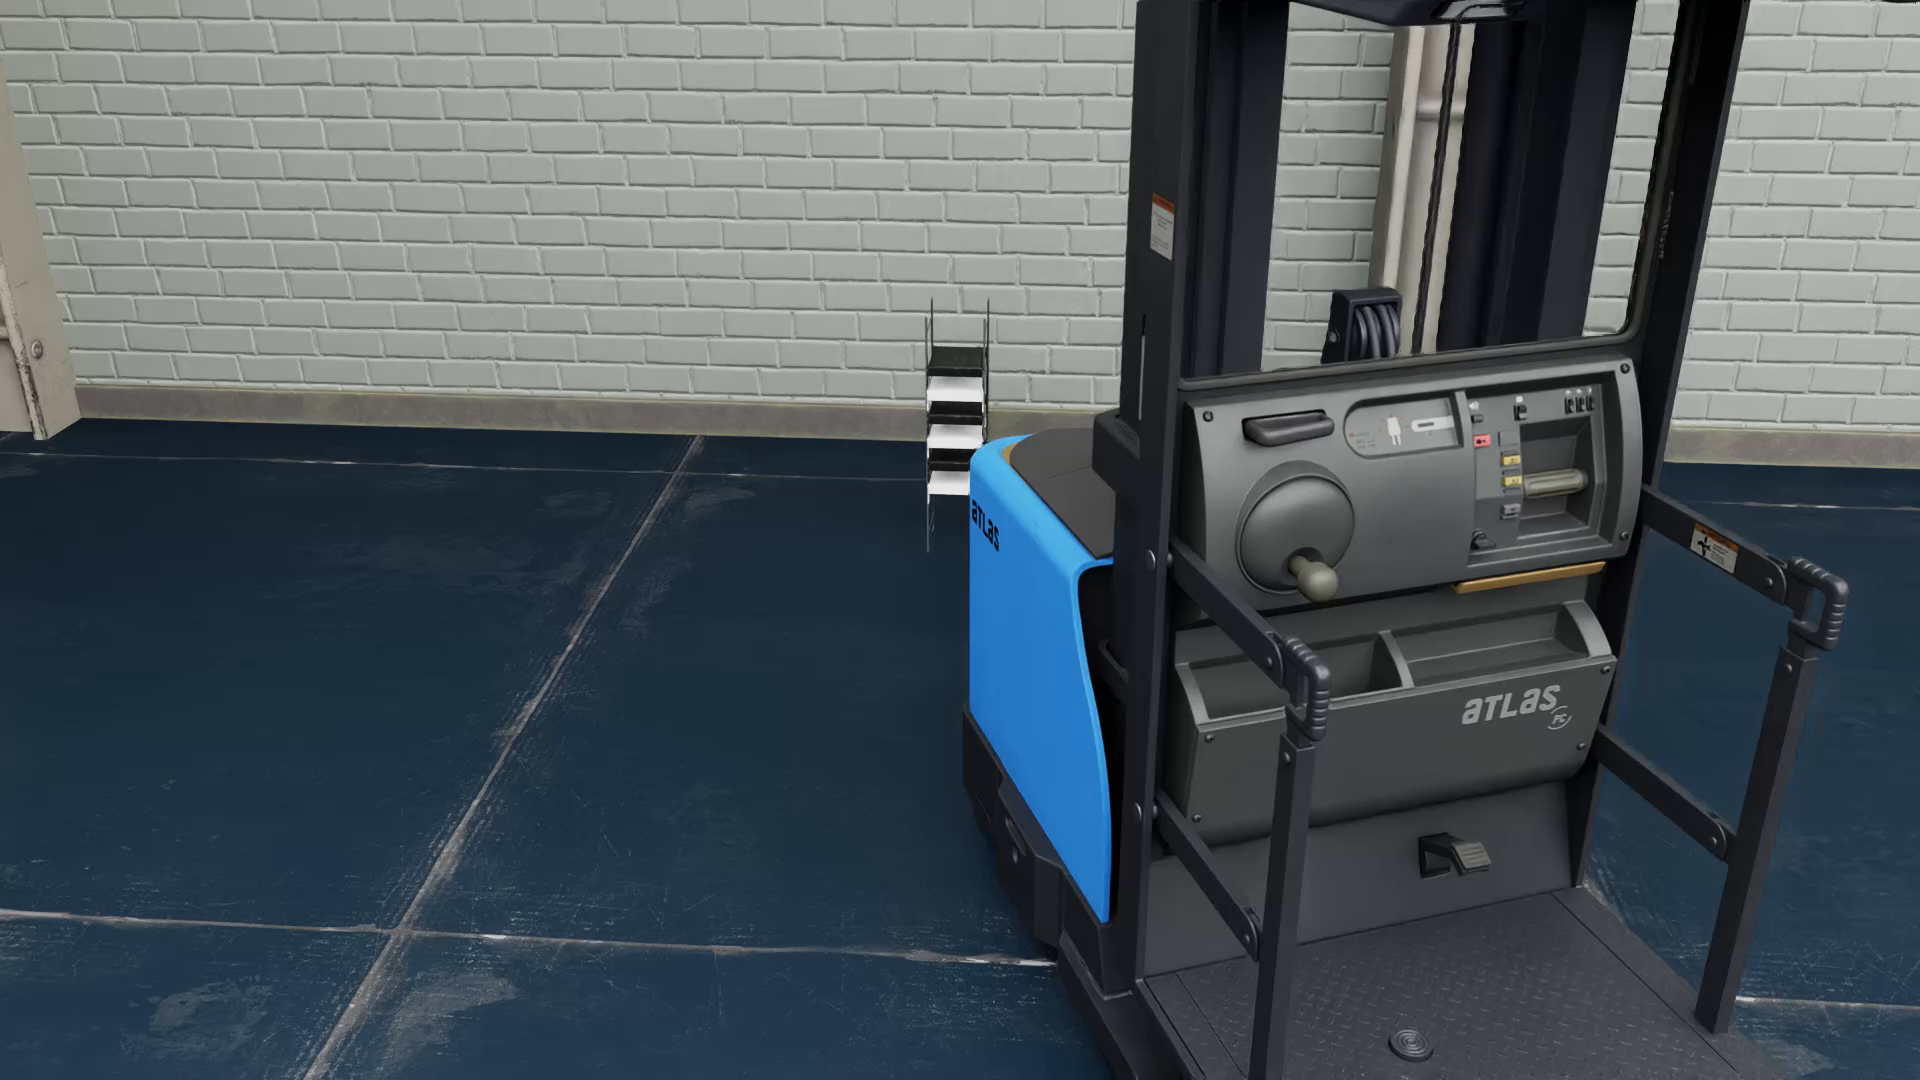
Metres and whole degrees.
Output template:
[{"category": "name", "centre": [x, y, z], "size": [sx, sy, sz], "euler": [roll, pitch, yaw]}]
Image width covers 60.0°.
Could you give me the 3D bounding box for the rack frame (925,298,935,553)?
[{"category": "rack frame", "centre": [-0.109, -0.412, 6.070], "size": [0.006, 0.900, 0.240], "euler": [2, 25, 4]}]

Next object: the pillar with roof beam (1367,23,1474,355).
[{"category": "pillar with roof beam", "centre": [1.515, -2.605, 1.146], "size": [0.400, 9.000, 9.100], "euler": [2, 25, 4]}]

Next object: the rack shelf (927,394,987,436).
[{"category": "rack shelf", "centre": [-0.008, -0.461, 6.039], "size": [0.200, 0.077, 0.258], "euler": [2, 25, 4]}]

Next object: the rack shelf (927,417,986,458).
[{"category": "rack shelf", "centre": [-0.008, -0.379, 6.076], "size": [0.200, 0.077, 0.258], "euler": [2, 25, 4]}]

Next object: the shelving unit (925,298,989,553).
[{"category": "shelving unit", "centre": [-0.008, -0.409, 6.062], "size": [0.210, 0.900, 0.258], "euler": [2, 25, 4]}]

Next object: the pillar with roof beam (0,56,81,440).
[{"category": "pillar with roof beam", "centre": [-4.467, -2.797, 1.563], "size": [0.400, 9.000, 9.100], "euler": [2, 25, 4]}]

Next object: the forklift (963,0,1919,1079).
[{"category": "forklift", "centre": [0.936, -0.086, 2.930], "size": [1.130, 2.935, 3.031], "euler": [-7, 26, -16]}]

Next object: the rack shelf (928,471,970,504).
[{"category": "rack shelf", "centre": [-0.008, -0.215, 6.152], "size": [0.200, 0.077, 0.258], "euler": [2, 25, 4]}]

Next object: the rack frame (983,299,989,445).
[{"category": "rack frame", "centre": [0.093, -0.406, 6.055], "size": [0.006, 0.900, 0.240], "euler": [2, 25, 4]}]

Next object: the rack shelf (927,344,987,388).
[{"category": "rack shelf", "centre": [-0.008, -0.624, 5.964], "size": [0.200, 0.077, 0.258], "euler": [2, 25, 4]}]

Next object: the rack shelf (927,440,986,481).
[{"category": "rack shelf", "centre": [-0.008, -0.297, 6.114], "size": [0.200, 0.077, 0.258], "euler": [2, 25, 4]}]

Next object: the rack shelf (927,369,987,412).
[{"category": "rack shelf", "centre": [-0.008, -0.542, 6.001], "size": [0.200, 0.077, 0.258], "euler": [2, 25, 4]}]
